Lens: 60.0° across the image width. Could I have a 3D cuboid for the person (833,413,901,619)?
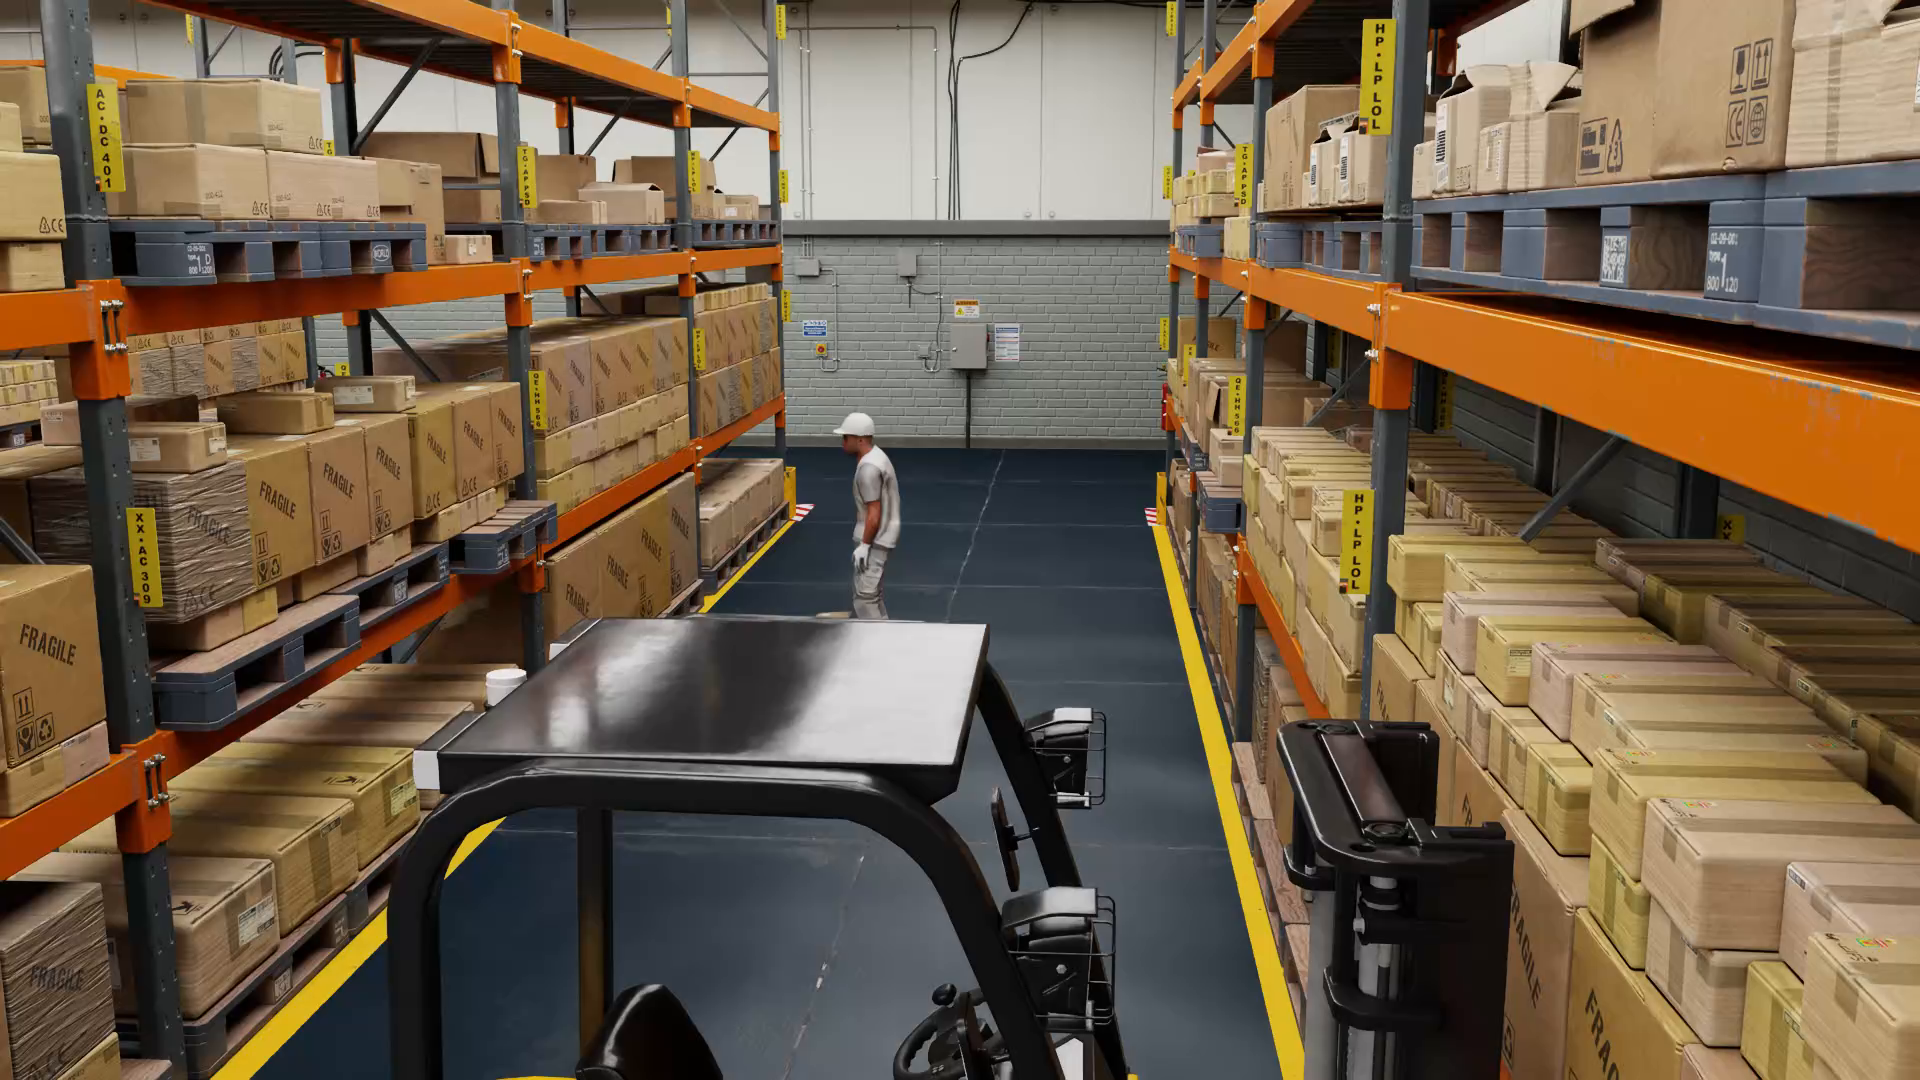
[{"bbox_3d":[-0.622,0.026,11.246,0.447,1.778,0.592,0,11,2],"label":"person"}]
